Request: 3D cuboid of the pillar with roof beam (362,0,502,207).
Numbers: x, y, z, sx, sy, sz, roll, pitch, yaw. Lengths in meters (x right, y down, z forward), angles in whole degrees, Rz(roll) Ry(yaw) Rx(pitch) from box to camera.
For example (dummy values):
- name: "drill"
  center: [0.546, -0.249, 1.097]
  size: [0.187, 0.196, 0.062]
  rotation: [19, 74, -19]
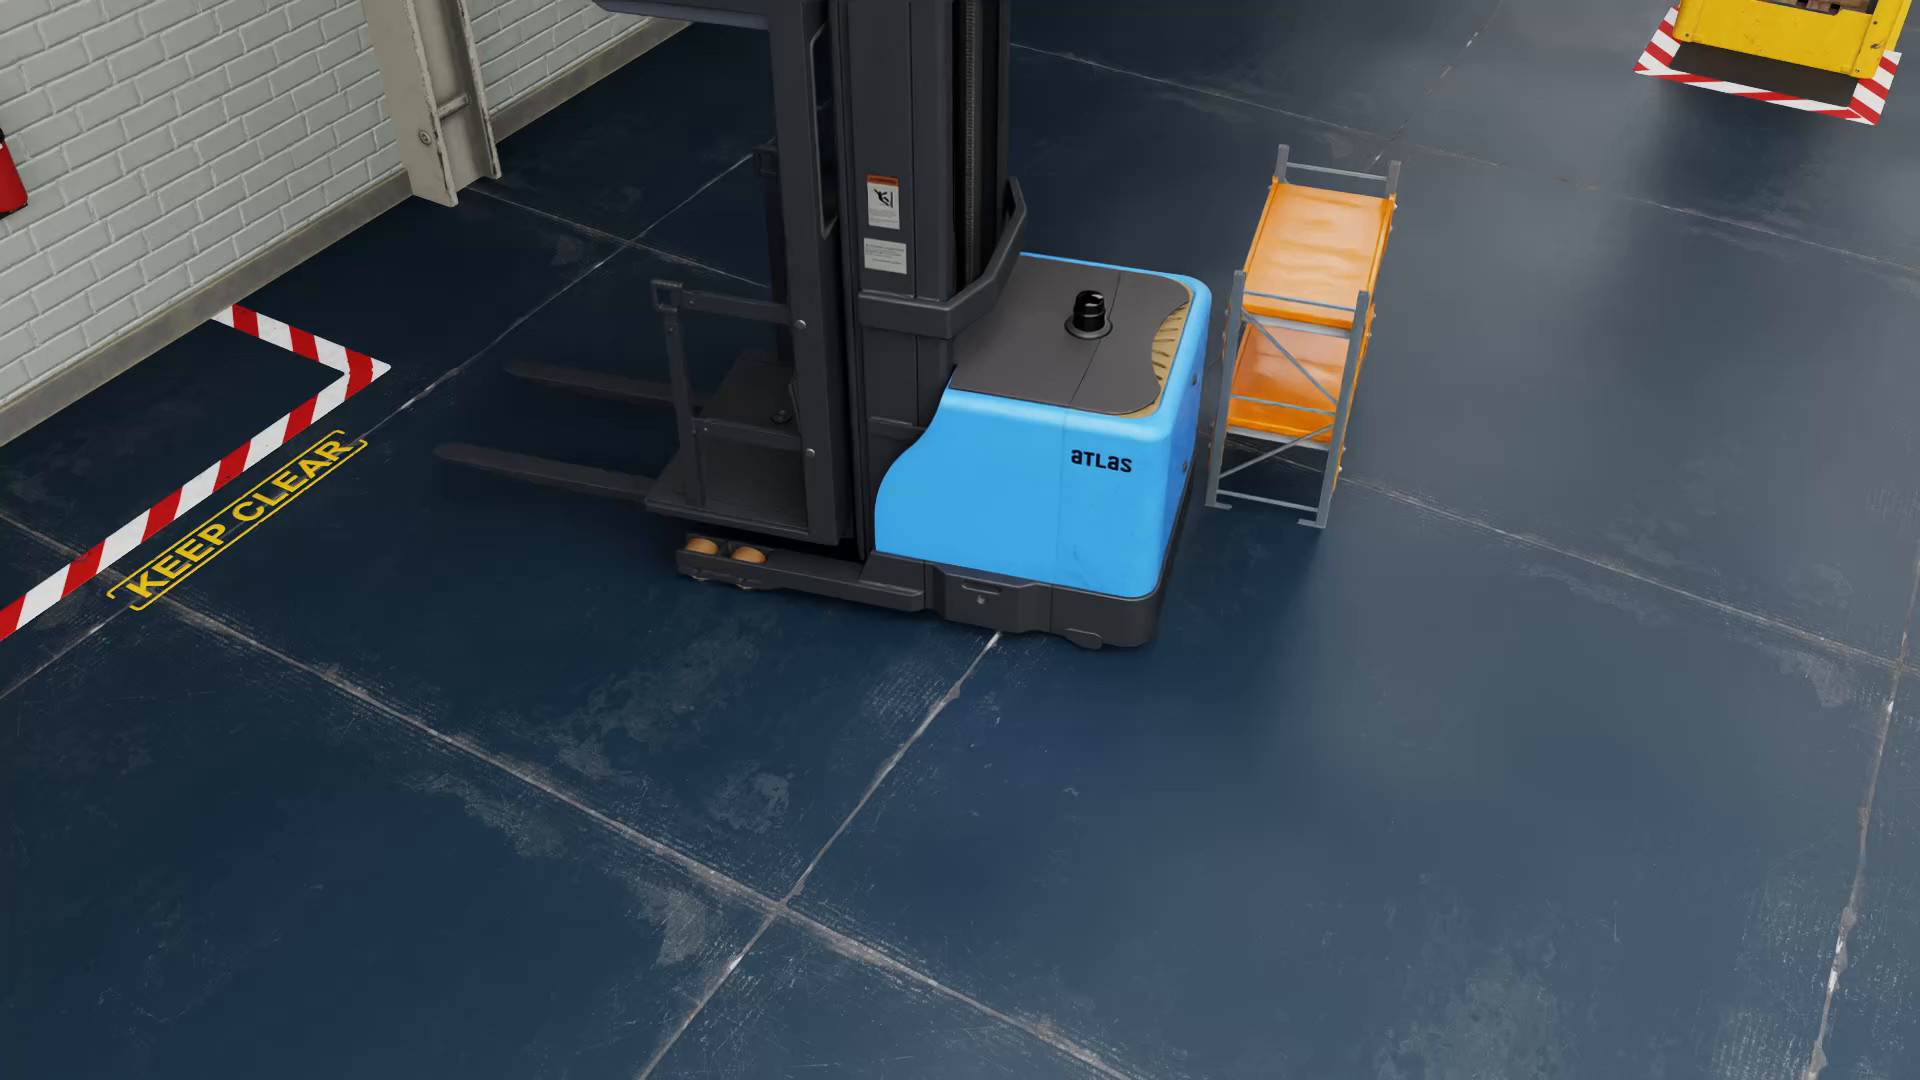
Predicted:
- name: "pillar with roof beam"
  center: [1.023, -3.865, 4.330]
  size: [9.100, 9.000, 0.400]
  rotation: [21, 45, 22]

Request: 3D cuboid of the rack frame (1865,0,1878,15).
- name: "rack frame"
  center: [4.988, -4.147, 9.190]
  size: [1.000, 3.000, 0.127]
  rotation: [21, 45, 22]

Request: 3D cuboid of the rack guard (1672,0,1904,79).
- name: "rack guard"
  center: [4.976, -3.196, 10.001]
  size: [1.175, 0.500, 0.348]
  rotation: [21, 45, 22]

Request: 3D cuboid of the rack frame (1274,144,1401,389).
- name: "rack frame"
  center: [1.563, -1.166, 7.223]
  size: [0.500, 1.125, 0.032]
  rotation: [12, 43, 13]

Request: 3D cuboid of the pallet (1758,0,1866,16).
- name: "pallet"
  center: [5.334, -3.552, 10.624]
  size: [1.003, 0.211, 1.213]
  rotation: [21, 45, 22]

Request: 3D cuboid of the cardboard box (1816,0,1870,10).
- name: "cardboard box"
  center: [5.449, -3.506, 10.225]
  size: [0.500, 0.250, 0.500]
  rotation: [21, 45, 22]

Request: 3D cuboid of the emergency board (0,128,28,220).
- name: "emergency board"
  center: [-3.974, -1.636, 6.338]
  size: [0.194, 1.169, 0.643]
  rotation: [21, 45, 22]

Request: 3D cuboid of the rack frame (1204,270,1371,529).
- name: "rack frame"
  center: [1.259, -0.525, 6.494]
  size: [0.500, 1.125, 0.032]
  rotation: [12, 43, 13]

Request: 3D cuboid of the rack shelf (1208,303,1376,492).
- name: "rack shelf"
  center: [1.411, -0.662, 7.020]
  size: [0.538, 0.278, 1.000]
  rotation: [12, 43, 13]

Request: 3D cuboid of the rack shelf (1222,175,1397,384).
- name: "rack shelf"
  center: [1.411, -1.065, 6.665]
  size: [0.538, 0.278, 1.000]
  rotation: [12, 43, 13]

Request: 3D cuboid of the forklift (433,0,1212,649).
- name: "forklift"
  center: [-0.616, -1.233, 5.932]
  size: [3.031, 2.935, 1.130]
  rotation: [10, 42, 12]

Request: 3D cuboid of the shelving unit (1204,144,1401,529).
- name: "shelving unit"
  center: [1.411, -0.845, 6.859]
  size: [0.538, 1.125, 1.048]
  rotation: [12, 43, 13]
